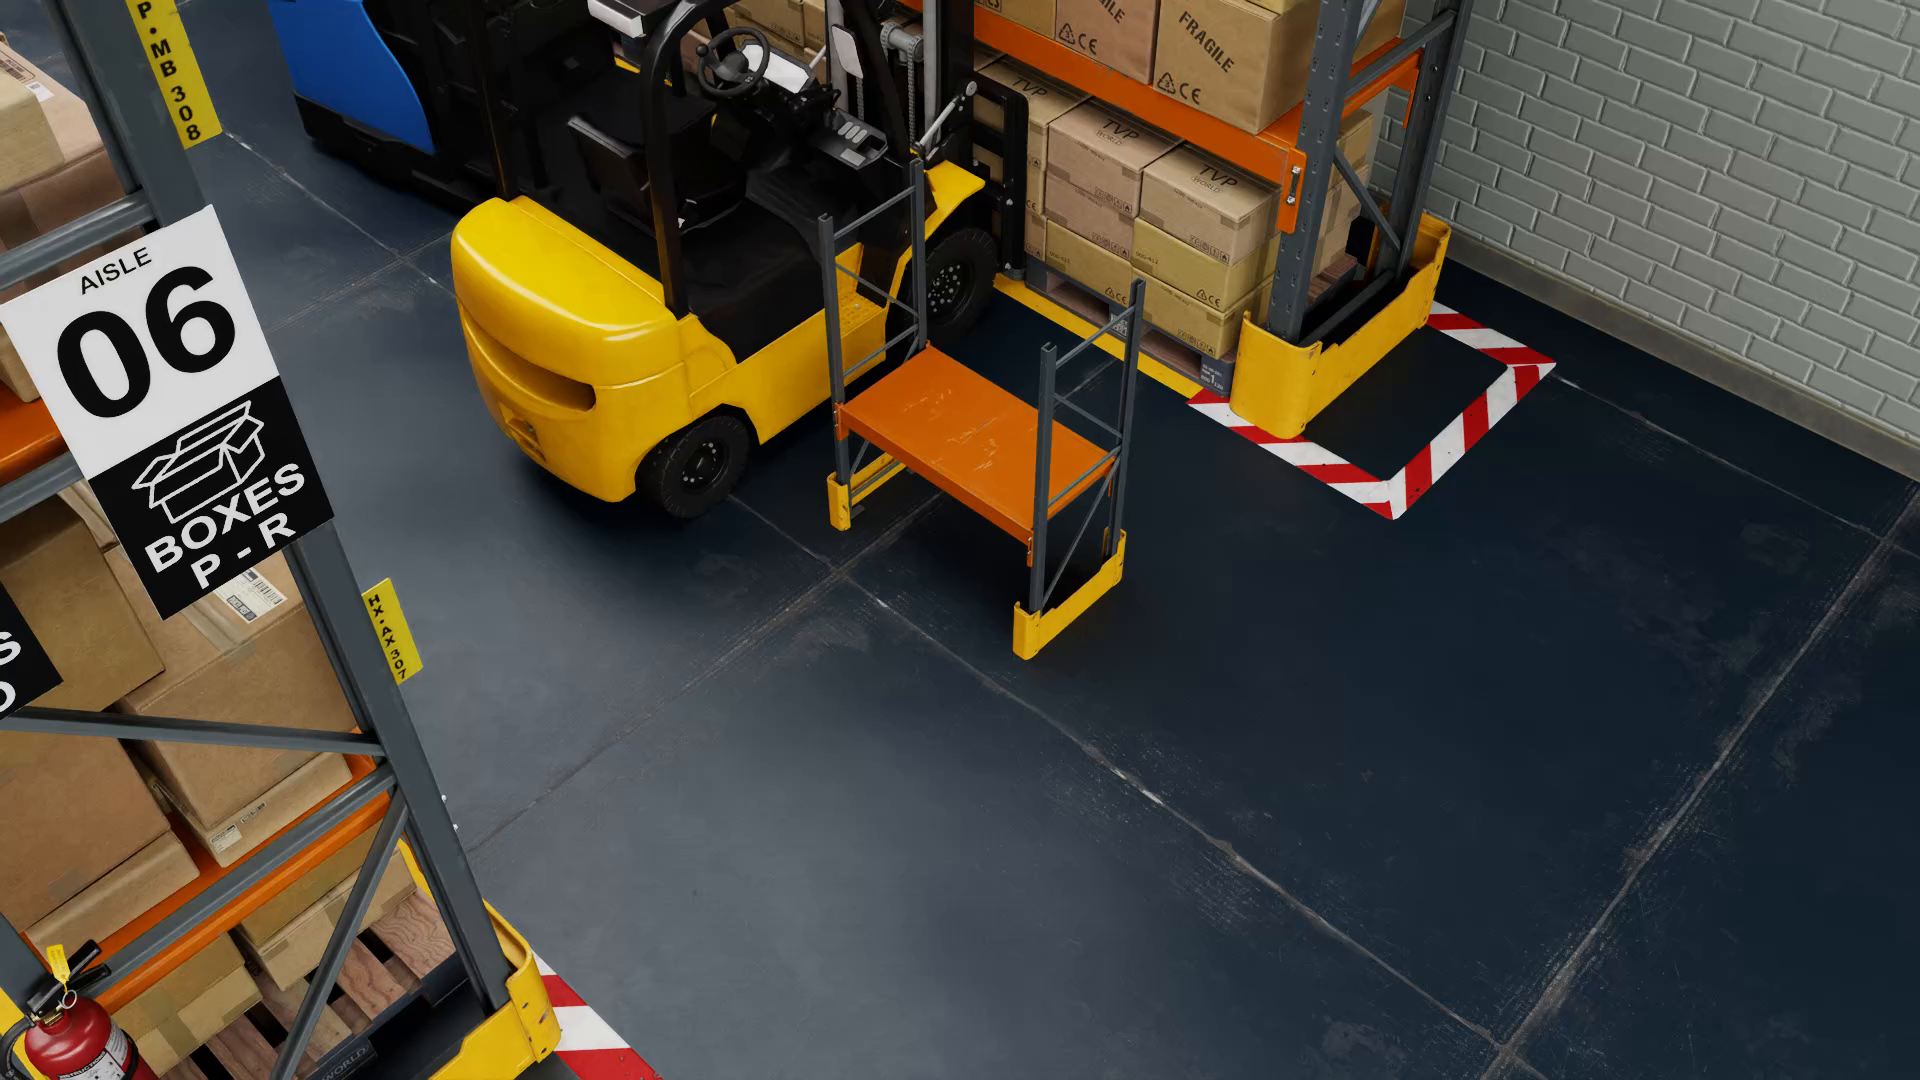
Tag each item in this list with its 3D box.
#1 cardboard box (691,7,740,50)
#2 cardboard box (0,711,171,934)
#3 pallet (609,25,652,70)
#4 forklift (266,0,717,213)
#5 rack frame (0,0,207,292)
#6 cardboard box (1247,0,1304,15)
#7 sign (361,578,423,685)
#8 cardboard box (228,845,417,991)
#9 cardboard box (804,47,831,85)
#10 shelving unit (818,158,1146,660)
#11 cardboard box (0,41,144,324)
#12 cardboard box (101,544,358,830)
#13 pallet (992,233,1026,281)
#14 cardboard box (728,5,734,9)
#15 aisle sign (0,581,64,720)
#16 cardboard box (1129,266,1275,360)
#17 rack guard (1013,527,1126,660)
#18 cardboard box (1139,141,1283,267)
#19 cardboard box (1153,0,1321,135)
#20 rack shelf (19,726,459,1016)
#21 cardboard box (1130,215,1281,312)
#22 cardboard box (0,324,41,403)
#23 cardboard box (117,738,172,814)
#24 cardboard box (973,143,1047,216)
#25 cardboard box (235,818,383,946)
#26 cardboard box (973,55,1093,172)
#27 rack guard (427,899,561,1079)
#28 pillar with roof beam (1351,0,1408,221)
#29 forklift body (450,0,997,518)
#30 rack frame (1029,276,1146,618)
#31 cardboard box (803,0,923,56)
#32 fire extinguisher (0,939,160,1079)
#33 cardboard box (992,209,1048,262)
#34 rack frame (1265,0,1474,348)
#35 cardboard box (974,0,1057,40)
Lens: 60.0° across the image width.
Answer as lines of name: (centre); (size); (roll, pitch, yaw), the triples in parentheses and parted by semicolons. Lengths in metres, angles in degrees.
cardboard box: (-1.134, -2.797, 8.574); (0.500, 0.250, 0.500); (34, 55, 28)
cardboard box: (-2.290, 0.554, 3.900); (0.500, 0.500, 0.500); (33, 55, 27)
pallet: (-1.848, -3.217, 9.625); (1.213, 0.211, 1.003); (34, 55, 28)
forklift: (-1.901, -2.794, 7.363); (3.031, 2.935, 1.130); (26, 52, 22)
rack frame: (-1.704, -1.243, 1.744); (0.127, 3.000, 1.000); (34, 55, 28)
cardboard box: (1.215, -2.128, 6.177); (0.250, 0.149, 0.380); (35, 56, 28)
sign: (-1.337, 0.224, 3.888); (0.005, 0.325, 0.100); (34, 55, 28)
cardboard box: (-2.110, 1.061, 5.294); (0.500, 0.250, 0.500); (33, 55, 27)
cardboard box: (-0.401, -2.294, 8.102); (0.500, 0.250, 0.500); (33, 55, 27)
shelving unit: (0.056, -0.476, 6.168); (1.083, 1.500, 0.587); (34, 55, 28)
cardboard box: (-1.893, -0.658, 3.151); (0.500, 0.250, 0.500); (33, 55, 27)
cardboard box: (-1.864, 0.292, 4.146); (0.500, 0.500, 0.500); (33, 55, 27)
pallet: (0.177, -1.855, 8.346); (1.213, 0.211, 1.003); (34, 55, 28)
cardboard box: (-1.137, -2.965, 8.389); (0.500, 0.250, 0.500); (33, 55, 27)
aisle sign: (-1.856, 0.107, 2.809); (0.004, 0.787, 0.394); (34, 55, 28)
cardboard box: (1.100, -1.116, 7.338); (0.500, 0.250, 0.500); (34, 56, 28)
rack guard: (0.422, 0.198, 6.392); (0.087, 0.250, 0.587); (34, 55, 28)
cardboard box: (1.109, -1.455, 6.971); (0.500, 0.250, 0.500); (36, 56, 29)
cardboard box: (1.120, -1.987, 6.489); (0.500, 0.500, 0.500); (33, 55, 27)
rack shelf: (-3.174, 0.068, 5.122); (4.000, 0.370, 1.077); (34, 55, 28)
cardboard box: (1.090, -1.297, 7.165); (0.500, 0.250, 0.500); (33, 55, 27)
cardboard box: (-1.728, -0.468, 3.246); (0.250, 0.149, 0.380); (34, 55, 28)
cardboard box: (-2.009, 0.501, 4.394); (0.250, 0.149, 0.380); (35, 56, 28)
cardboard box: (0.335, -1.795, 7.633); (0.500, 0.250, 0.500); (33, 55, 27)
cardboard box: (-2.127, 0.793, 5.031); (0.500, 0.500, 0.500); (32, 55, 27)
cardboard box: (0.353, -1.949, 7.435); (0.500, 0.250, 0.500); (35, 56, 28)
rack guard: (-1.760, 1.629, 4.878); (0.348, 0.500, 1.175); (34, 55, 28)
pillar with roof beam: (-1.161, -2.424, 2.854); (0.400, 9.000, 9.100); (34, 55, 28)
forklift body: (-0.971, -1.520, 6.702); (1.214, 2.155, 2.313); (34, 55, 28)
rack frame: (0.436, -0.220, 5.928); (0.032, 1.500, 0.500); (34, 55, 28)
cardboard box: (-0.395, -2.467, 7.921); (0.500, 0.250, 0.500); (36, 56, 29)
fire extinguisher: (-1.933, 1.141, 3.674); (0.183, 0.674, 0.296); (34, 55, 28)
cardboard box: (0.379, -1.619, 7.810); (0.500, 0.250, 0.500); (35, 56, 28)
rack frame: (1.659, -1.850, 6.430); (0.127, 3.000, 1.000); (34, 55, 28)
cardboard box: (0.368, -2.502, 6.973); (0.500, 0.500, 0.500); (33, 55, 27)
